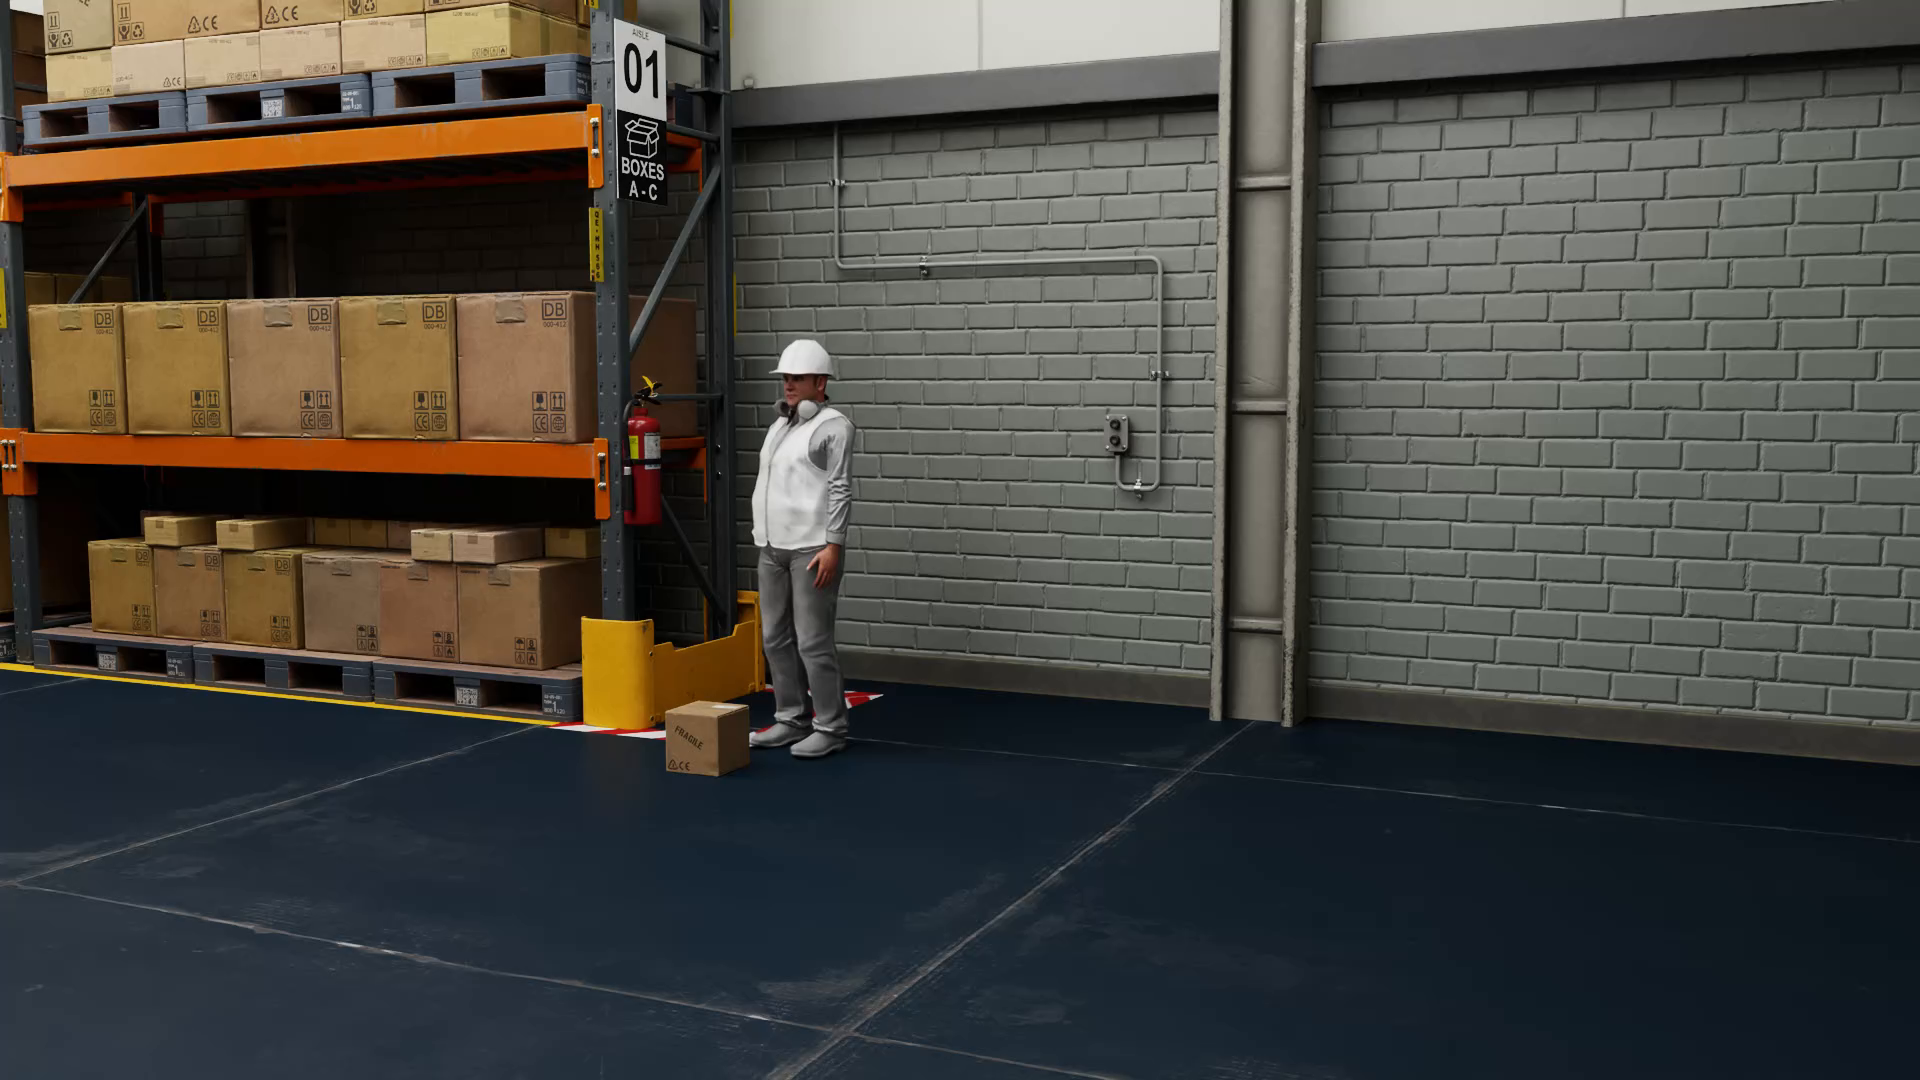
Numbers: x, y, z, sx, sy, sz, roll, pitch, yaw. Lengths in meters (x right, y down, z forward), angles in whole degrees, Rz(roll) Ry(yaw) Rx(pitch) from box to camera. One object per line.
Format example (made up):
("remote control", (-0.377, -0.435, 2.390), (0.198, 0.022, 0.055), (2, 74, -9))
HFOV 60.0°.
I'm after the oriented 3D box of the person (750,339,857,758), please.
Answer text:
("person", (-0.673, 0.029, 7.121), (0.360, 1.766, 0.533), (-5, 8, -44))
